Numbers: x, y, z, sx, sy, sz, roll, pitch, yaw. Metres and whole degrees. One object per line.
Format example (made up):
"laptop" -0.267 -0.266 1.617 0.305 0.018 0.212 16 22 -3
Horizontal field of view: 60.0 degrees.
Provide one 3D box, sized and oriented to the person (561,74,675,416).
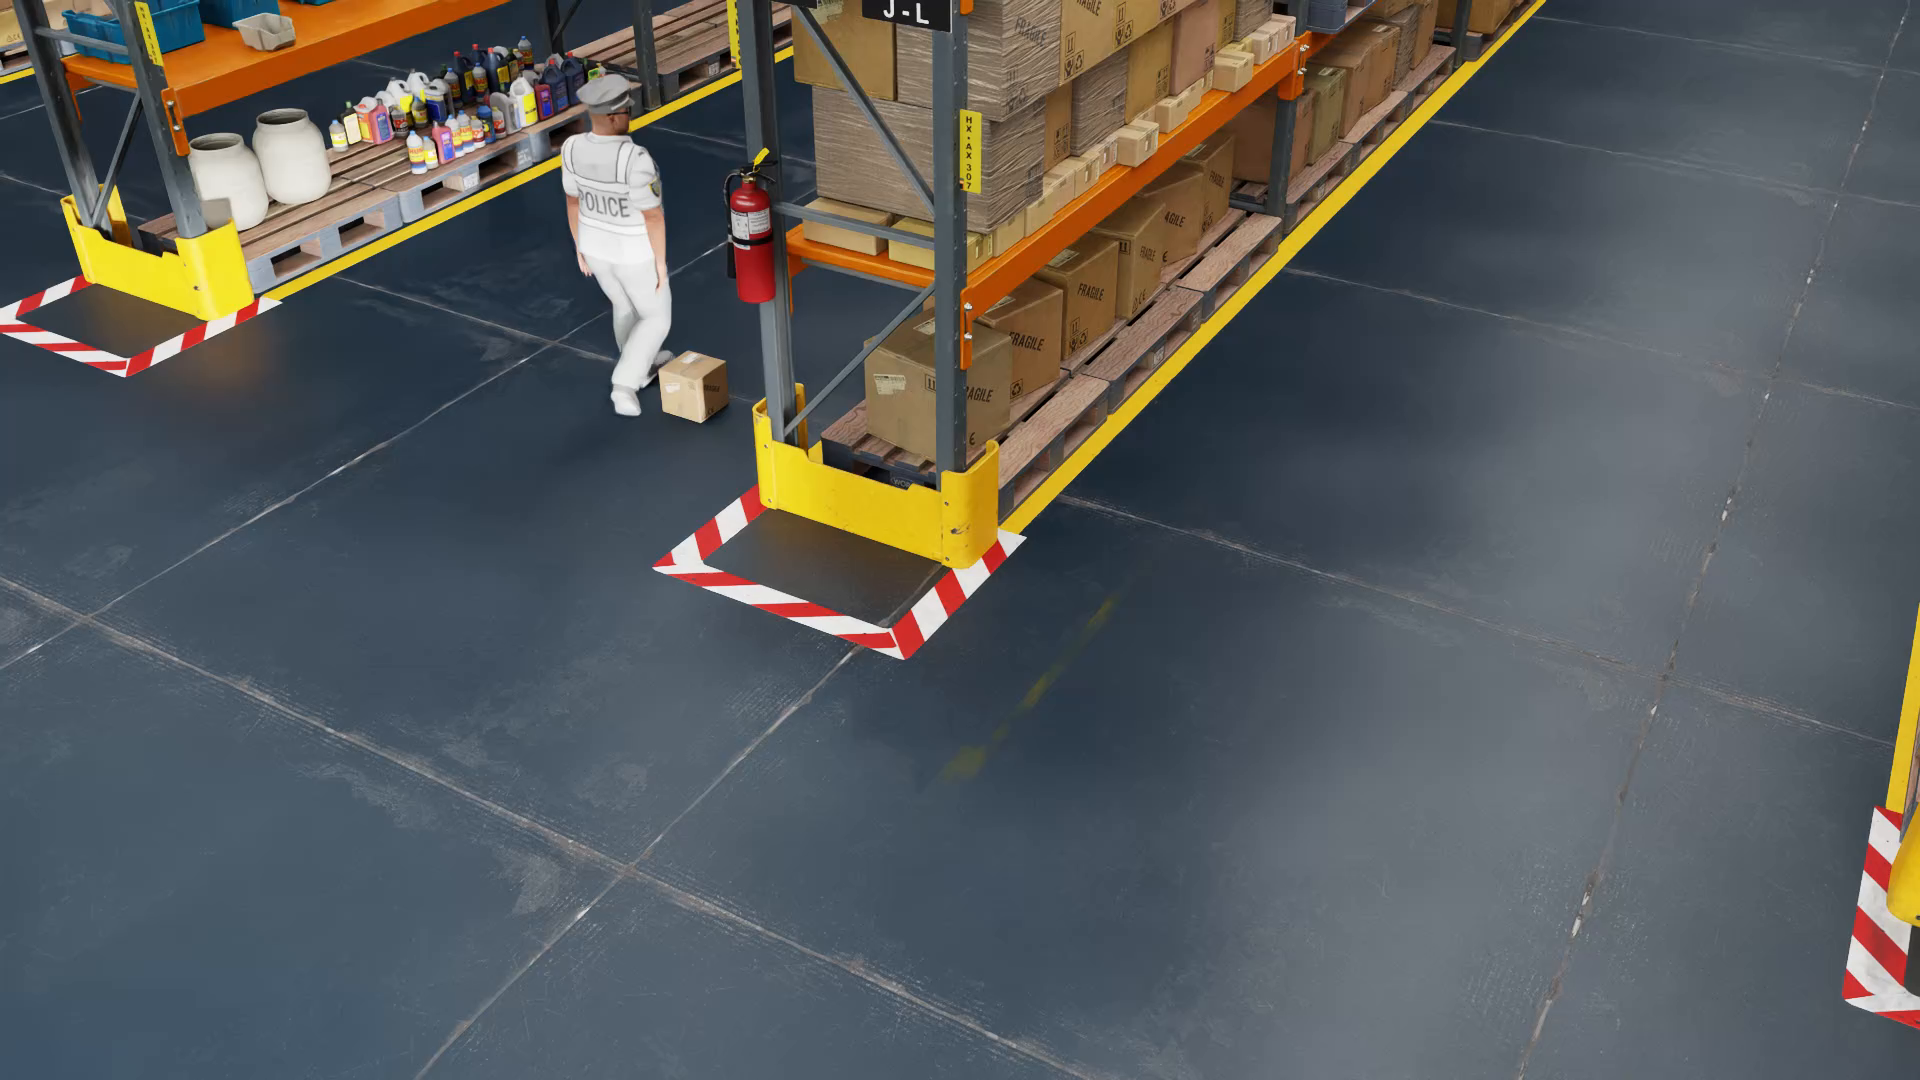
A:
"person" -1.678 -1.455 8.294 0.555 1.731 0.817 14 36 19
